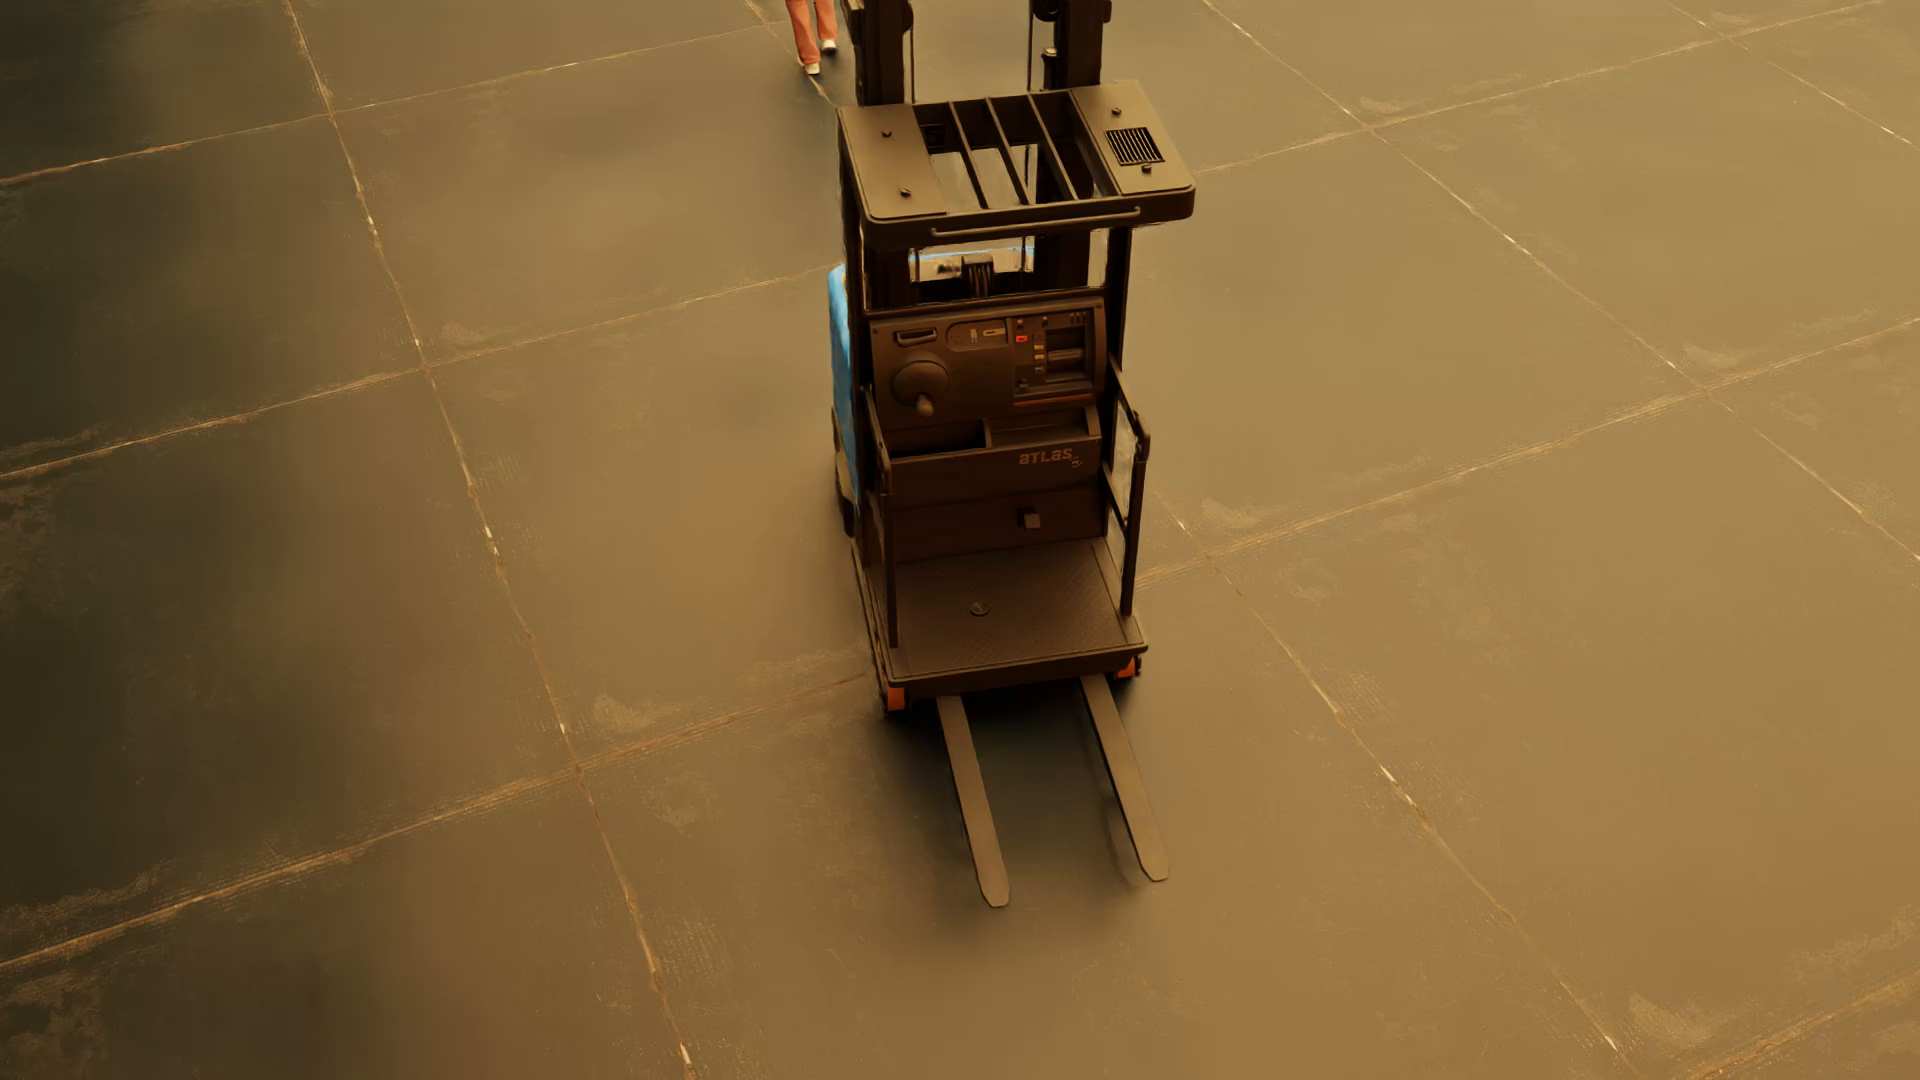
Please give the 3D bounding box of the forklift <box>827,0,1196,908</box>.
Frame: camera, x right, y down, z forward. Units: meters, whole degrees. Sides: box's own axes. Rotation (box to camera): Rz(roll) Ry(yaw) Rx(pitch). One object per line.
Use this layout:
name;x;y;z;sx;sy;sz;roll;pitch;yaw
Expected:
forklift;0.157;-0.624;6.349;1.130;2.935;3.031;-7;44;-8

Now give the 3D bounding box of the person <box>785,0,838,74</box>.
person;-1.009;-3.852;10.777;0.847;1.698;0.496;-14;45;-15
